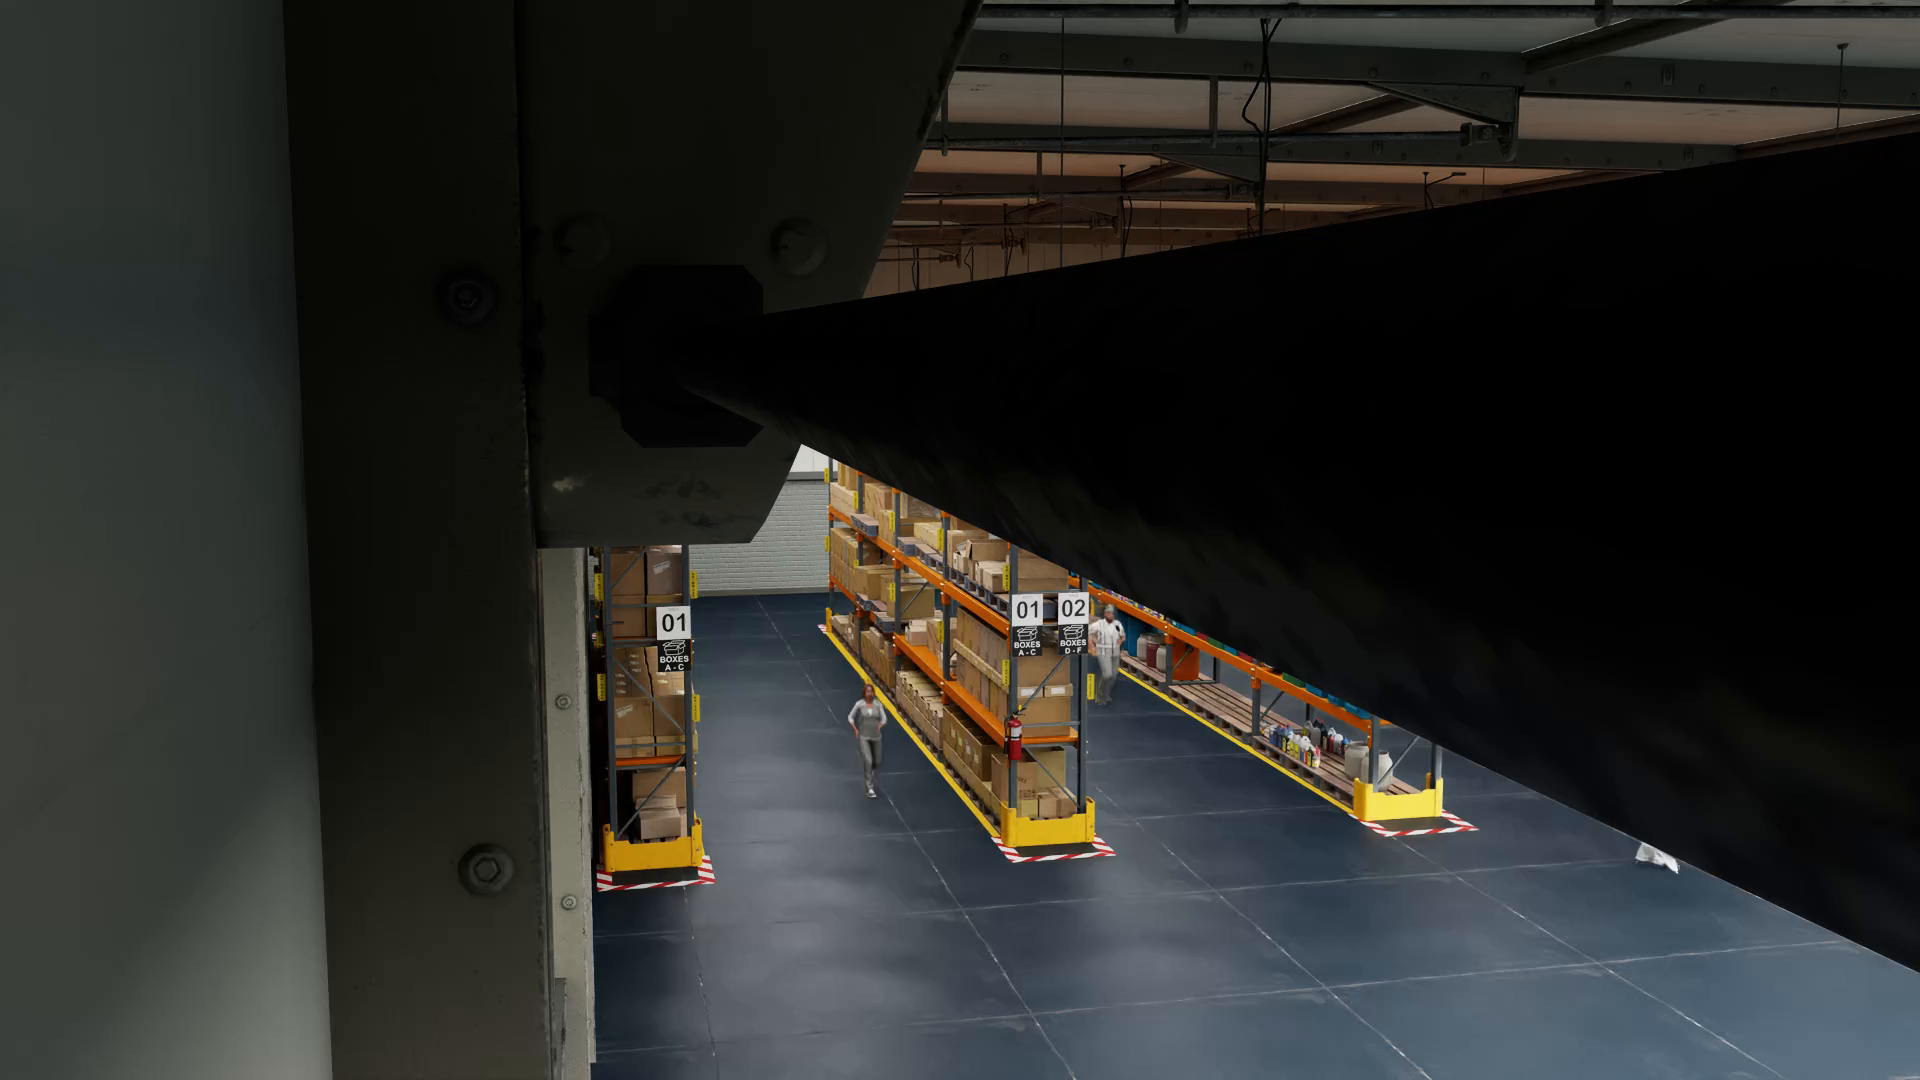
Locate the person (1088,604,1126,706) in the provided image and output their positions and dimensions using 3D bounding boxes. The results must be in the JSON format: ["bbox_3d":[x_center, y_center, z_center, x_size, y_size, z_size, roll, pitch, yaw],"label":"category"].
[{"bbox_3d":[2.604,2.016,29.049,0.636,1.801,0.693,-3,7,-21],"label":"person"}]

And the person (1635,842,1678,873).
[{"bbox_3d":[8.567,3.089,19.981,0.761,1.789,0.684,2,7,17],"label":"person"}]

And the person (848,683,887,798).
[{"bbox_3d":[-1.293,2.784,23.357,0.546,1.560,0.730,-2,7,-15],"label":"person"}]
